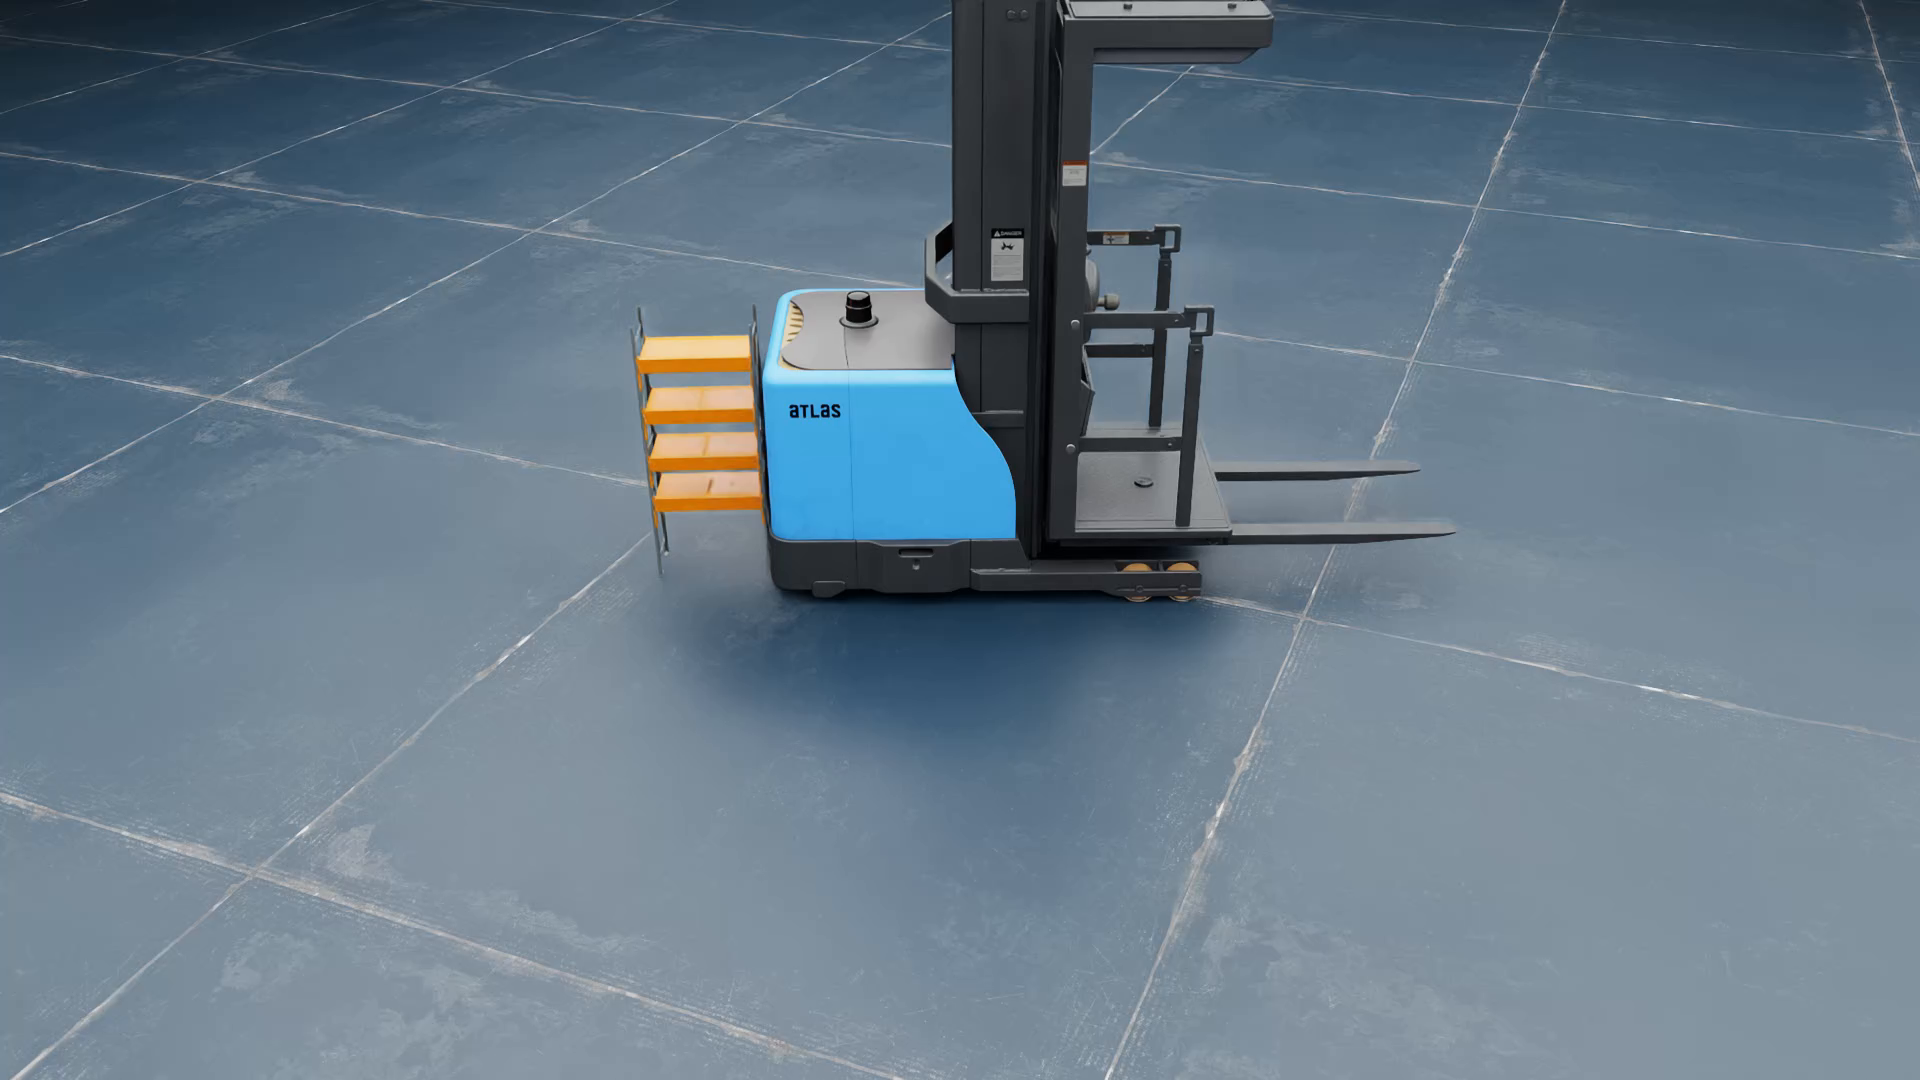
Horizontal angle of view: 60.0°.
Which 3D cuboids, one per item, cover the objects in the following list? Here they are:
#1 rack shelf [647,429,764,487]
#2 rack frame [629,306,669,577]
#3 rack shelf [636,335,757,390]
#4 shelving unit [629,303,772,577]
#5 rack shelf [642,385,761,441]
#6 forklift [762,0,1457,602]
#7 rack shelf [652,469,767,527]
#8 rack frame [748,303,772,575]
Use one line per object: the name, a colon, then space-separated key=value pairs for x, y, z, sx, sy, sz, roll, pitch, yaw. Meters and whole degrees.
rack shelf: x=-1.108 y=-0.361 z=7.299 sx=0.480 sy=0.148 sz=0.258 roll=-1 pitch=30 yaw=-1
rack frame: x=-1.353 y=-0.413 z=7.262 sx=0.015 sy=1.200 sz=0.240 roll=-1 pitch=30 yaw=-1
rack shelf: x=-1.114 y=-0.762 z=7.073 sx=0.480 sy=0.148 sz=0.258 roll=-1 pitch=30 yaw=-1
shelving unit: x=-1.109 y=-0.420 z=7.266 sx=0.503 sy=1.200 sz=0.258 roll=-1 pitch=30 yaw=-1
rack shelf: x=-1.111 y=-0.556 z=7.189 sx=0.480 sy=0.148 sz=0.258 roll=-1 pitch=30 yaw=-1
forklift: x=0.681 y=-1.267 z=7.014 sx=3.031 sy=2.935 sz=1.130 roll=-1 pitch=29 yaw=-1
rack shelf: x=-1.105 y=-0.188 z=7.397 sx=0.480 sy=0.148 sz=0.258 roll=-1 pitch=30 yaw=-1
rack frame: x=-0.865 y=-0.426 z=7.271 sx=0.015 sy=1.200 sz=0.240 roll=-1 pitch=30 yaw=-1
